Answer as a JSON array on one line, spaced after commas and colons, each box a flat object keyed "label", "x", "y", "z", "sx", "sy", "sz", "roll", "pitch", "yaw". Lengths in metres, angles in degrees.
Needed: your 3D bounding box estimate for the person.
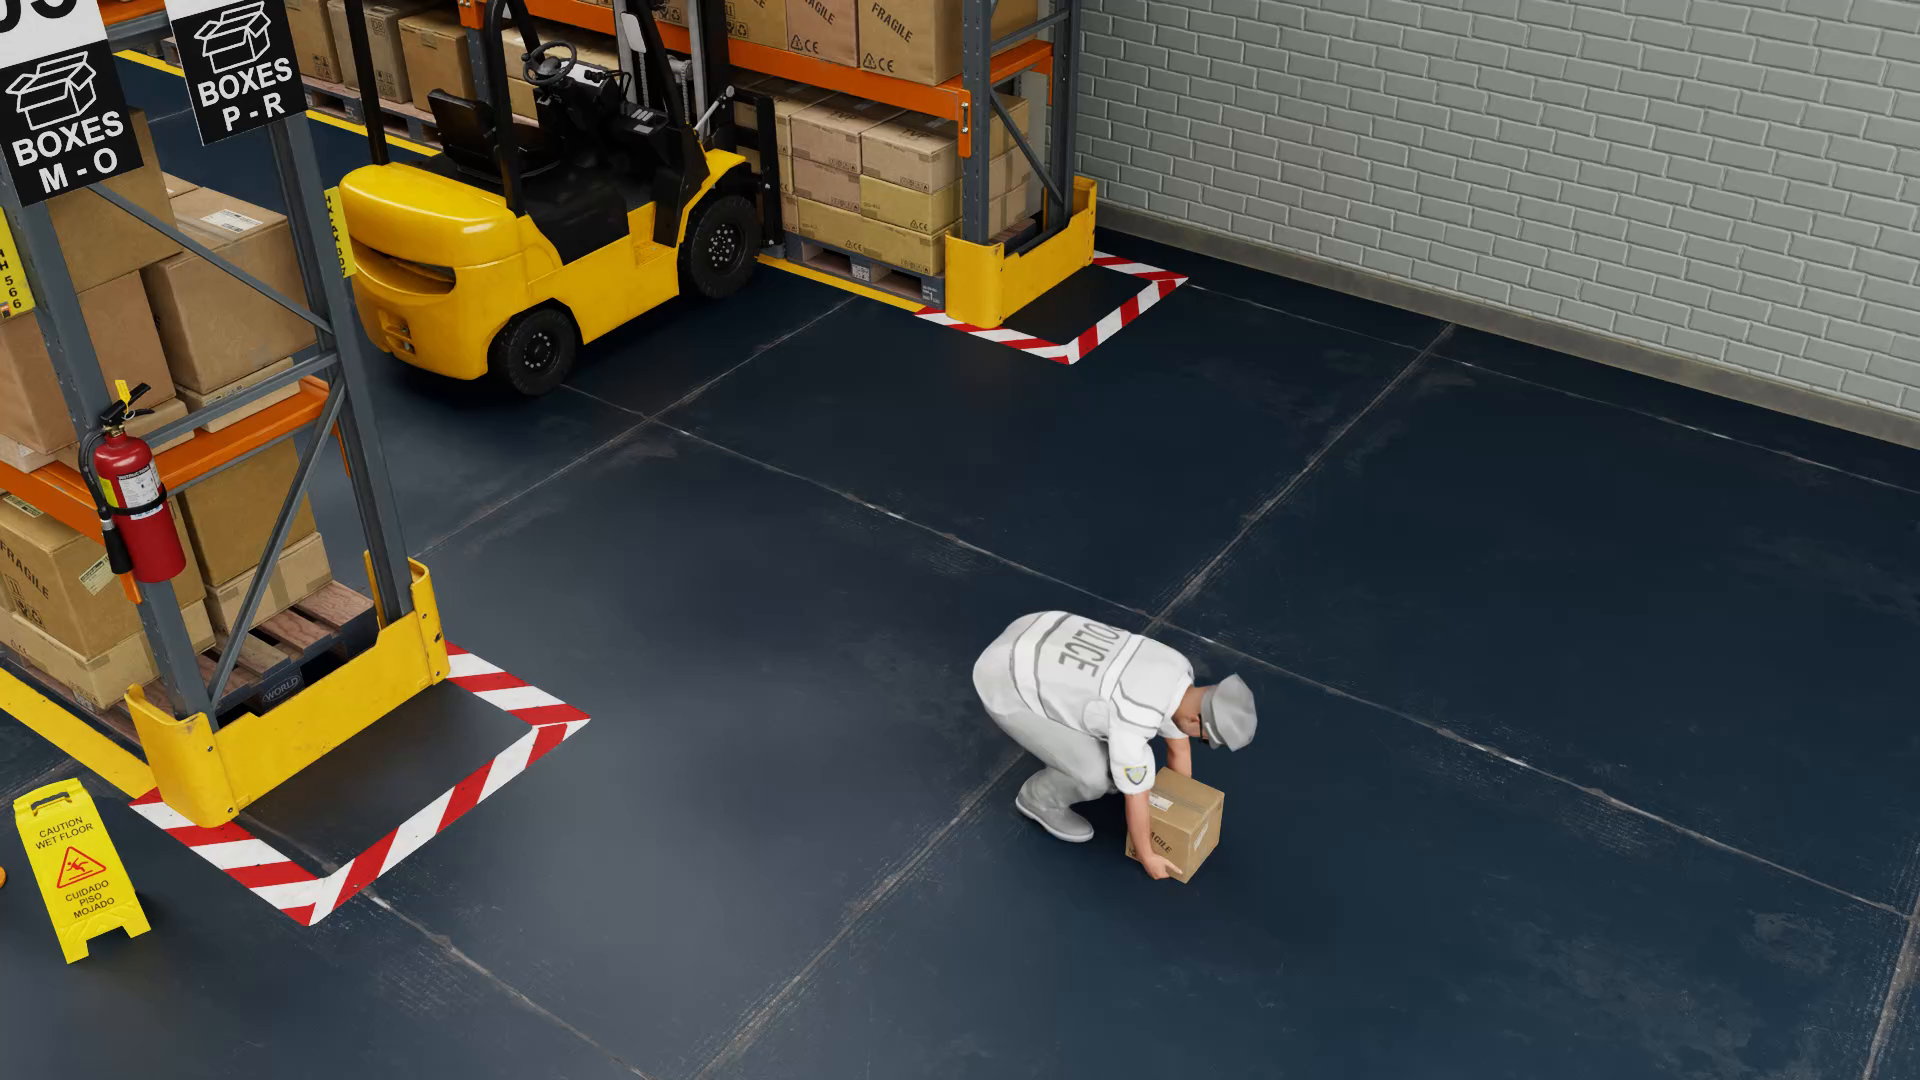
[{"label": "person", "x": 0.546, "y": 0.706, "z": 5.968, "sx": 1.028, "sy": 0.819, "sz": 0.522, "roll": 20, "pitch": 39, "yaw": 27}]
